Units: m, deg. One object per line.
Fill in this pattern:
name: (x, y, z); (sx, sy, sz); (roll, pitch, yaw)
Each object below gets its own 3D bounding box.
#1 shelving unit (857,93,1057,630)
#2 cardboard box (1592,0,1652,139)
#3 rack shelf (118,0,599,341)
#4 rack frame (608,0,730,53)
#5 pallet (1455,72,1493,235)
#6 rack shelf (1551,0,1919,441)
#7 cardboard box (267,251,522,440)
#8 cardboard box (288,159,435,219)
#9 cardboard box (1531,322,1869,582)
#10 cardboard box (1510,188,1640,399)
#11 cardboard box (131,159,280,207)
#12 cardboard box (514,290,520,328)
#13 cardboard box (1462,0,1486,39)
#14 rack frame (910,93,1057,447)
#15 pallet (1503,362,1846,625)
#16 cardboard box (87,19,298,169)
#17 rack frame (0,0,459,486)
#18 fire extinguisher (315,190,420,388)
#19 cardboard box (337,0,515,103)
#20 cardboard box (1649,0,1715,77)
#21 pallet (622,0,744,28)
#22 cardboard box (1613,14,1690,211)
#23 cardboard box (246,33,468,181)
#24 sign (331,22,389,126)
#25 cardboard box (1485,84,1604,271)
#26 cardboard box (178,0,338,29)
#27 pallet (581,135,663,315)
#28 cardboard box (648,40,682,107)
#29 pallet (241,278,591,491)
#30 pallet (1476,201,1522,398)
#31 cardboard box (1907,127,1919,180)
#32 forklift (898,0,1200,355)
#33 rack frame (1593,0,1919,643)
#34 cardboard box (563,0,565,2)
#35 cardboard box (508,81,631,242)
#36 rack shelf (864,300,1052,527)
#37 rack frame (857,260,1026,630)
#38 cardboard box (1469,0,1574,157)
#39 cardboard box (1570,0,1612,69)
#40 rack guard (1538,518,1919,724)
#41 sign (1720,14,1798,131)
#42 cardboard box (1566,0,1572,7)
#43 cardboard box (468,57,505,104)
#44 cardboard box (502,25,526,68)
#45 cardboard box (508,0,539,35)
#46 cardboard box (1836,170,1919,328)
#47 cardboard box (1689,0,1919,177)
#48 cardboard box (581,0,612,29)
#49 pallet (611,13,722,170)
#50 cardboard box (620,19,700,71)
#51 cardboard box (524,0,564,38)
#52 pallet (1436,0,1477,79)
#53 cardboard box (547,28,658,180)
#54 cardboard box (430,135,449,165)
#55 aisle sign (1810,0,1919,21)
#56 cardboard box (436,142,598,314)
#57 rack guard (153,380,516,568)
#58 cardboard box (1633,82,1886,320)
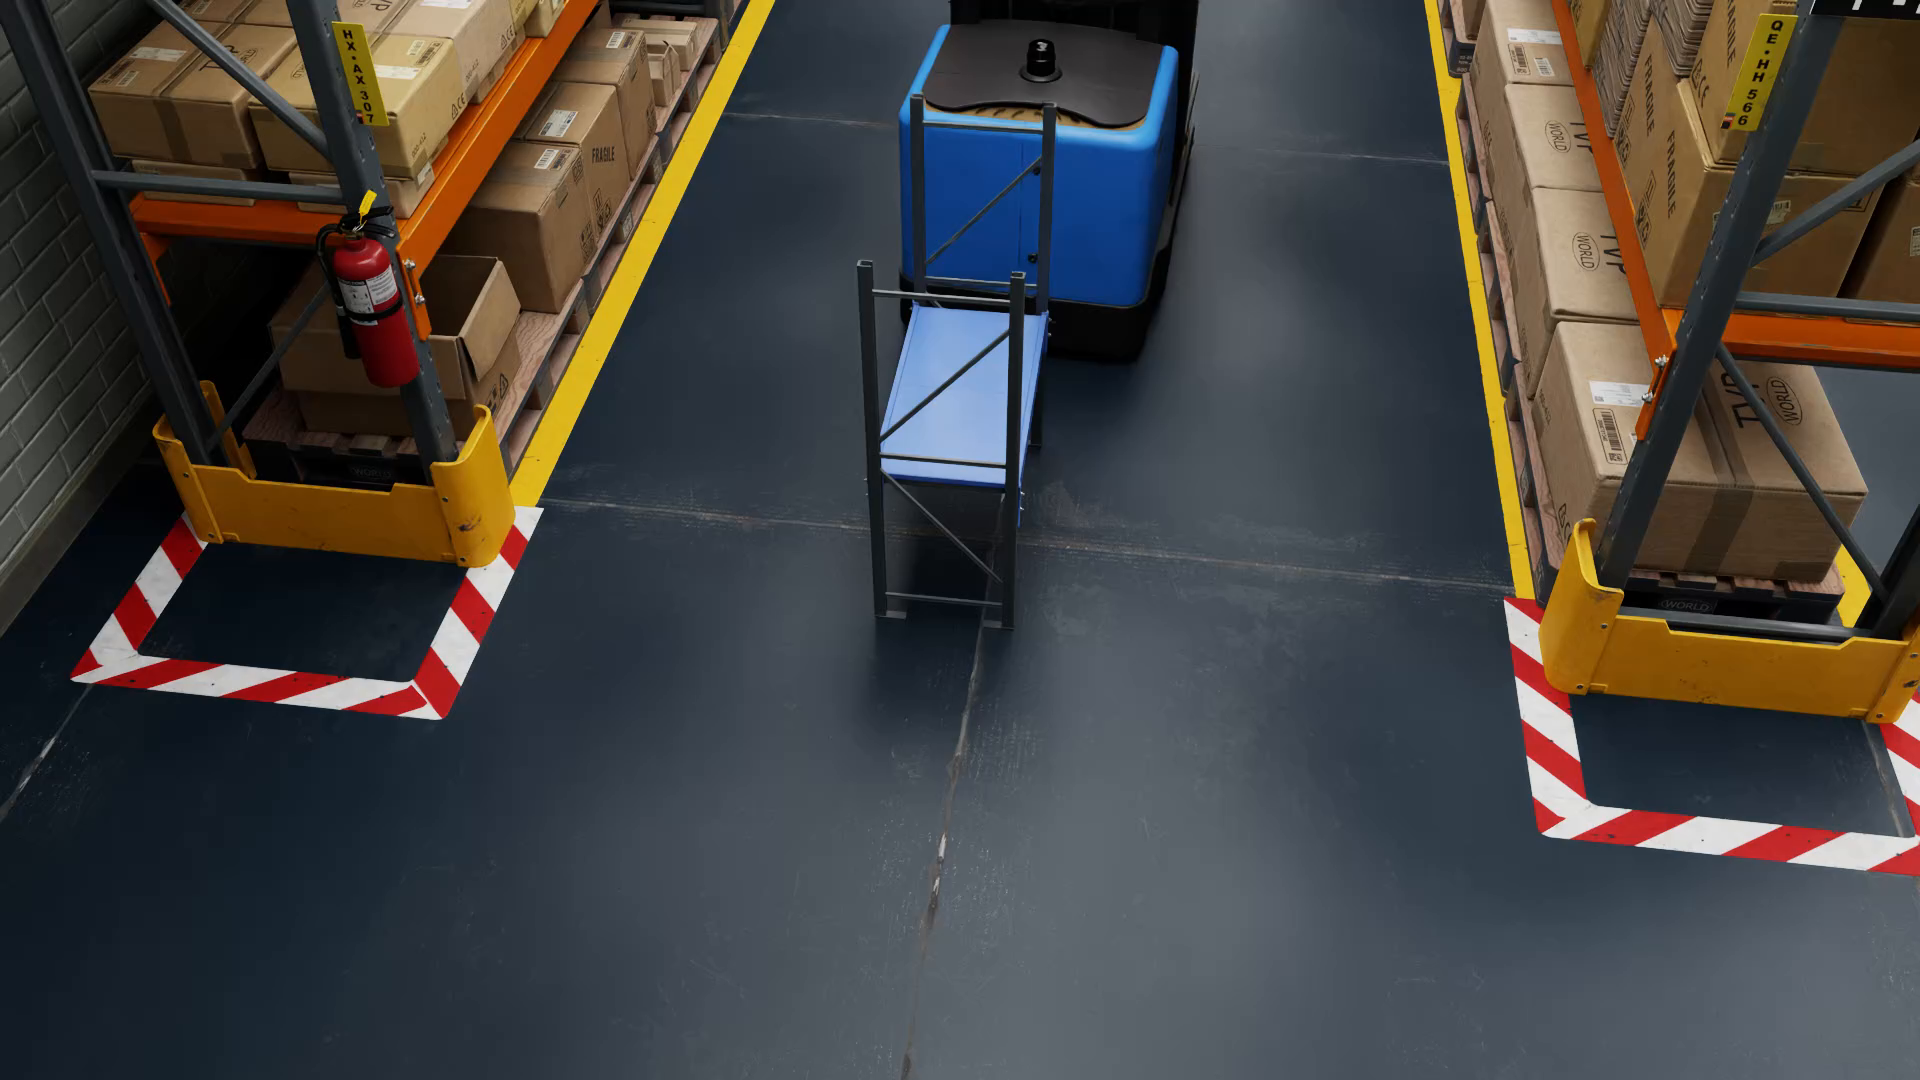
shelving unit: (0.011, -0.603, 5.796); (0.538, 1.500, 1.048); (5, 44, 6)
cardboard box: (2.563, -1.732, 5.824); (0.500, 0.500, 0.500); (6, 44, 7)
rack shelf: (-2.034, -2.201, 6.916); (1.077, 0.370, 4.000); (5, 44, 6)
rack frame: (-1.770, -3.825, 8.108); (1.000, 3.000, 0.127); (5, 44, 6)
pallet: (2.973, -1.853, 8.053); (1.003, 0.211, 1.213); (5, 44, 6)
rack shelf: (2.886, -1.752, 6.442); (1.077, 0.370, 4.000); (5, 44, 6)
cardboard box: (-2.124, -0.753, 6.374); (0.797, 0.503, 0.637); (4, 44, 4)
cardboard box: (-1.983, -1.207, 5.526); (0.380, 0.149, 0.250); (5, 44, 5)
cardboard box: (2.610, -0.331, 5.976); (0.875, 0.438, 0.875); (4, 44, 4)
cardboard box: (2.723, -0.956, 6.636); (0.875, 0.438, 0.875); (6, 44, 7)
cardboard box: (-2.521, -1.258, 5.580); (0.380, 0.149, 0.250); (5, 44, 5)
cardboard box: (-2.029, -0.911, 6.798); (0.380, 0.149, 0.250); (4, 44, 4)
cardboard box: (3.153, -3.187, 8.674); (0.875, 0.875, 0.875); (6, 44, 7)
rack frame: (0.078, -0.949, 6.162); (0.500, 1.500, 0.032); (5, 44, 6)
pallet: (2.650, -0.190, 6.297); (1.003, 0.211, 1.213); (5, 44, 6)
cardboard box: (-2.501, -1.490, 5.535); (0.500, 0.250, 0.500); (6, 44, 7)
rack frame: (-2.299, -1.099, 5.229); (1.000, 3.000, 0.127); (5, 44, 6)
fire extinguisher: (-1.860, -0.793, 5.234); (0.296, 0.674, 0.183); (5, 44, 6)
cardboard box: (-1.905, -1.781, 5.842); (0.500, 0.250, 0.500); (6, 44, 6)
cardboard box: (2.490, -1.759, 5.126); (0.500, 0.500, 0.500); (5, 44, 6)
pallet: (-1.700, -3.370, 9.656); (1.003, 0.211, 1.213); (5, 44, 6)
cardboard box: (2.504, -1.380, 5.453); (0.500, 0.500, 0.500); (4, 44, 5)
cardboard box: (-1.972, -1.437, 5.479); (0.500, 0.250, 0.500); (5, 44, 6)
sign: (-1.761, -1.364, 4.879); (0.100, 0.325, 0.005); (5, 44, 6)
cardboard box: (2.843, -1.570, 7.285); (0.875, 0.438, 0.875); (4, 44, 4)
cardboard box: (-2.432, -1.842, 5.906); (0.500, 0.250, 0.500); (5, 44, 6)
pallet: (-2.021, -1.511, 7.692); (1.003, 0.211, 1.213); (5, 44, 6)
cardboard box: (-1.600, -2.335, 8.218); (0.396, 0.266, 0.258); (7, 44, 7)
pallet: (-2.184, -0.682, 6.817); (1.003, 0.211, 1.213); (5, 44, 6)
pallet: (2.814, -1.019, 7.173); (1.003, 0.211, 1.213); (5, 44, 6)
cardboard box: (2.968, -1.351, 4.695); (0.500, 0.500, 0.500); (4, 44, 5)
forklift: (0.549, -2.865, 7.144); (1.130, 2.935, 3.031); (8, 44, 9)
rack frame: (2.622, -0.650, 4.755); (1.000, 3.000, 0.127); (5, 44, 6)
cardboard box: (-1.749, -2.262, 6.640); (0.380, 0.149, 0.250); (6, 44, 6)
cardboard box: (-1.803, -1.682, 7.358); (0.500, 0.500, 0.500); (6, 44, 6)
rack shelf: (0.011, -0.472, 5.919); (0.538, 0.185, 1.000); (5, 44, 6)
rack frame: (-0.056, -0.256, 5.430); (0.500, 1.500, 0.032); (5, 44, 6)
cardboard box: (2.961, -2.180, 7.929); (0.875, 0.438, 0.875); (5, 44, 5)
cardboard box: (2.618, -2.085, 6.197); (0.500, 0.500, 0.500); (6, 44, 7)
rack guard: (2.619, 0.274, 5.597); (1.175, 0.500, 0.348); (5, 44, 6)
sign: (2.086, -1.216, 4.338); (0.100, 0.325, 0.005); (5, 44, 6)
cardboard box: (2.686, -2.436, 6.568); (0.500, 0.500, 0.500); (5, 44, 6)
cardboard box: (-1.901, -1.733, 6.082); (0.380, 0.149, 0.250); (7, 44, 7)
cardboard box: (-1.872, -1.915, 6.273); (0.380, 0.149, 0.250); (6, 44, 6)
cardboard box: (-1.842, -2.127, 6.207); (0.500, 0.250, 0.500); (4, 44, 5)
cardboard box: (2.970, -0.988, 5.039); (0.500, 0.500, 0.500); (5, 44, 5)
cardboard box: (2.450, -1.400, 4.747); (0.500, 0.500, 0.500); (7, 44, 7)
cardboard box: (-2.092, -2.572, 8.435); (0.500, 0.311, 0.500); (7, 44, 7)
pallet: (-1.862, -2.344, 8.573); (1.003, 0.211, 1.213); (5, 44, 6)
cardboard box: (-1.553, -2.536, 8.515); (0.380, 0.149, 0.250); (4, 44, 4)
cardboard box: (-1.764, -2.080, 6.448); (0.380, 0.149, 0.250); (4, 44, 4)
pallet: (3.178, -2.897, 9.156); (1.003, 0.211, 1.213); (5, 44, 6)
cardboard box: (-1.835, -2.039, 7.734); (0.700, 0.500, 0.500); (4, 44, 4)
cardboard box: (-1.996, -1.384, 5.713); (0.380, 0.149, 0.250); (6, 44, 7)
aisle sign: (2.305, -1.573, 3.839); (0.394, 0.787, 0.004); (5, 44, 6)
cardboard box: (-1.972, -1.331, 6.987); (0.700, 0.500, 0.500); (7, 44, 7)
rack guard: (-2.289, -0.243, 6.143); (1.175, 0.500, 0.348); (5, 44, 6)
cardboard box: (2.423, -1.039, 5.093); (0.500, 0.500, 0.500); (5, 44, 6)
